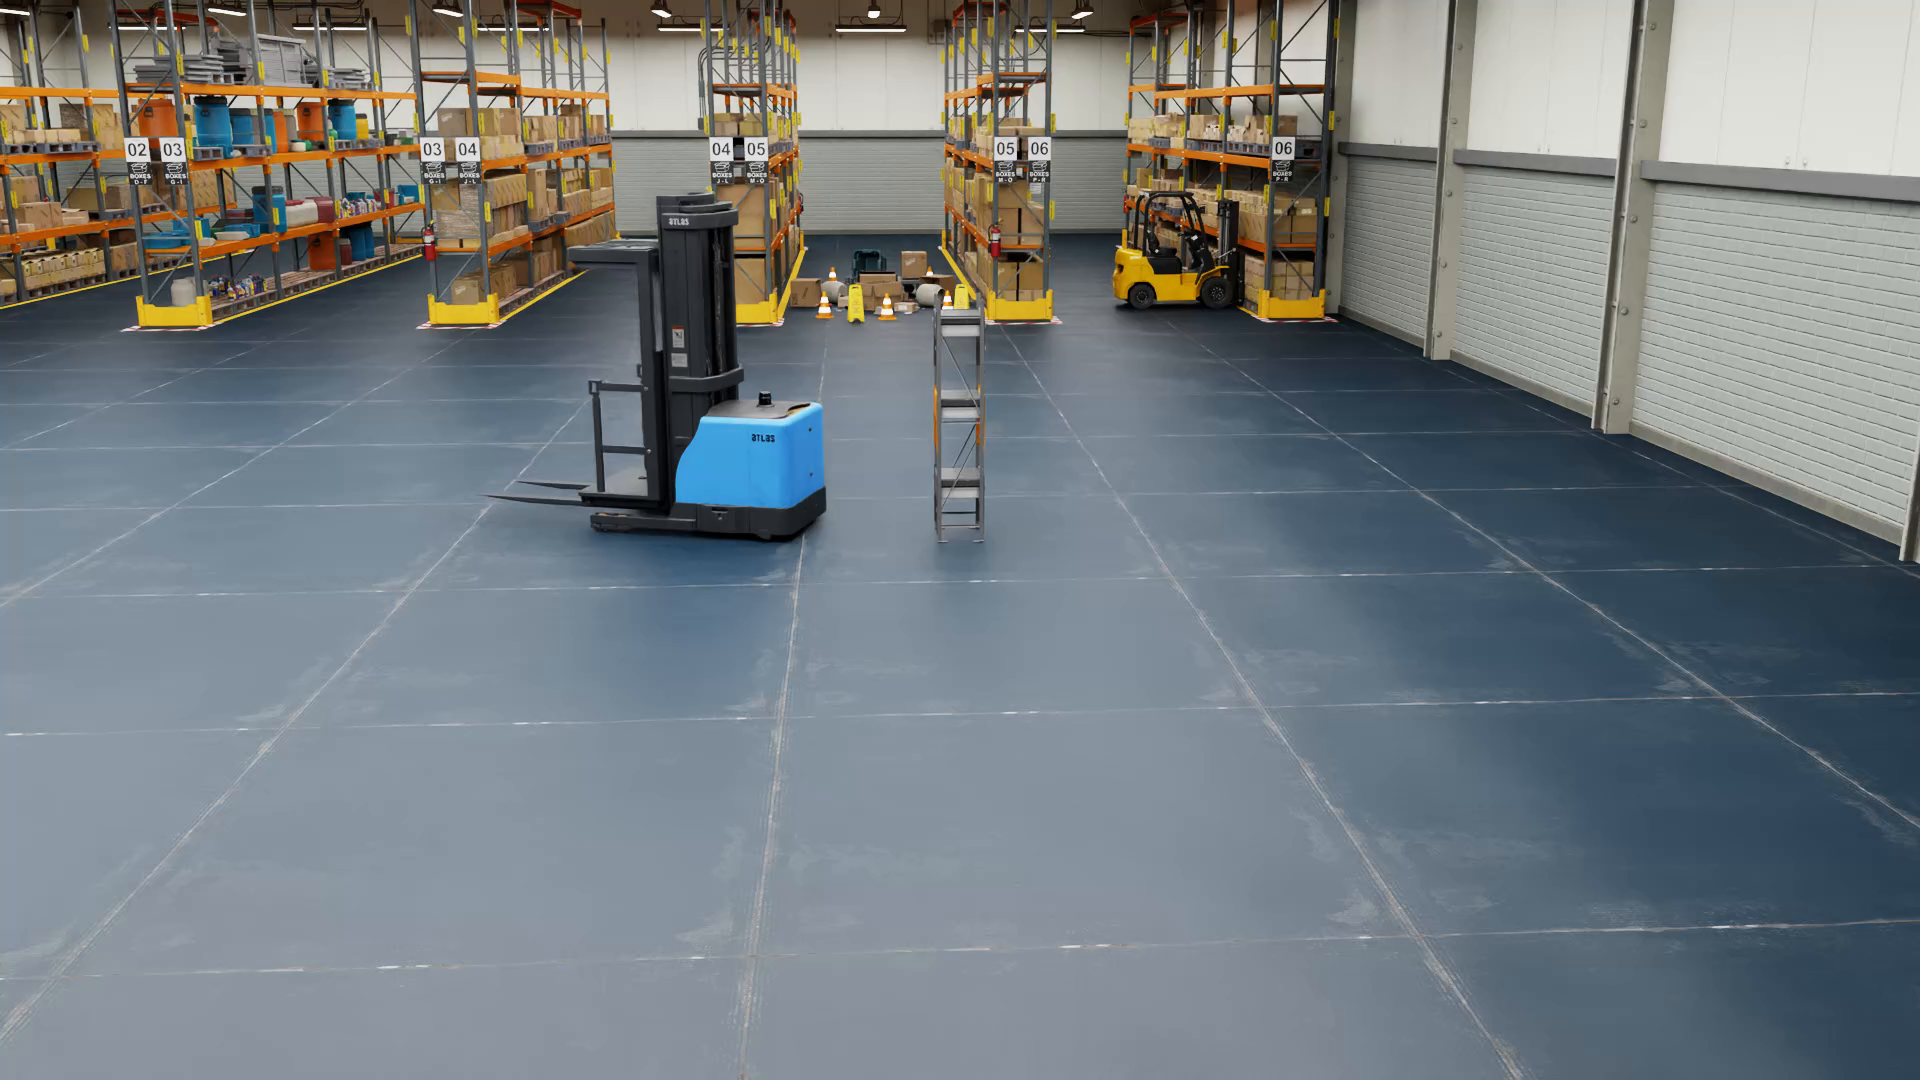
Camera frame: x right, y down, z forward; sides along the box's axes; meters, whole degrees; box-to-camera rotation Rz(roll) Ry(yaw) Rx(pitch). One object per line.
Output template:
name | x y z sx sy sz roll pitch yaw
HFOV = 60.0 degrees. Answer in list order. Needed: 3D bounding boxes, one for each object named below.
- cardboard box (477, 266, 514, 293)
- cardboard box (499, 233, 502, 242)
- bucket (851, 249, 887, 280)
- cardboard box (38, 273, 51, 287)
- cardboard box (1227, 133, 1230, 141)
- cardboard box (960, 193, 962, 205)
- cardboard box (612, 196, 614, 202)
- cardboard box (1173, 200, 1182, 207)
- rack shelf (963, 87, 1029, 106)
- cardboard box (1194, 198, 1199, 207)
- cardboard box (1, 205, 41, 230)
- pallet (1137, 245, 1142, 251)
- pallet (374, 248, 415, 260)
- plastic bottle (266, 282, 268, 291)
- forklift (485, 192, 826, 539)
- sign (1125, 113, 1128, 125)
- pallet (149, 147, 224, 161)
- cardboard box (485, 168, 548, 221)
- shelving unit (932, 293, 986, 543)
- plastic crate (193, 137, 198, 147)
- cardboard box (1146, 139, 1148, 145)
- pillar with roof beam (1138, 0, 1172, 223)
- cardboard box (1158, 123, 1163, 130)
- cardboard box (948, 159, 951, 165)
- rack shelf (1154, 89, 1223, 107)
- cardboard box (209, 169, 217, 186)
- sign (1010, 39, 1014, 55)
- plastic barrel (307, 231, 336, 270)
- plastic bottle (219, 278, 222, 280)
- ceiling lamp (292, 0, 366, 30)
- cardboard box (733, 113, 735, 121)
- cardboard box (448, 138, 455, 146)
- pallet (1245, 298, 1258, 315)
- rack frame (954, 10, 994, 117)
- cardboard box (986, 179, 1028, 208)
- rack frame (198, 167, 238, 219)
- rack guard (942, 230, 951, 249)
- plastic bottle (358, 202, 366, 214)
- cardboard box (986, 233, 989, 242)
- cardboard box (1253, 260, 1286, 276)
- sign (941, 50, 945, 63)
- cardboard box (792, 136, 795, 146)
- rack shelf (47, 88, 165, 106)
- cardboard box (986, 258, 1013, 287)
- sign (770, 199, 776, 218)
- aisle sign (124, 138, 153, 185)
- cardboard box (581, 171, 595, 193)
cardboard box | -9.022 -5.050 32.309 0.500 0.500 0.500 4 15 14
cardboard box | -8.666 -5.569 30.655 0.380 0.149 0.250 -1 14 -3
bucket | -1.784 -5.504 33.417 0.726 0.611 0.620 4 5 16
cardboard box | -18.745 -5.251 33.591 0.500 0.250 0.500 -1 14 -2
cardboard box | 5.520 -7.997 33.029 0.380 0.149 0.250 -1 14 -2
cardboard box | 0.274 -7.861 38.358 0.500 0.250 0.500 -1 14 -5
cardboard box | -9.443 -9.079 44.298 0.380 0.149 0.250 -1 14 -2
cardboard box | 5.124 -7.764 38.345 0.380 0.149 0.250 -1 14 -2
rack shelf | 0.717 -9.314 34.912 1.077 0.370 4.000 -1 14 -3
cardboard box | 5.375 -7.326 36.276 0.500 0.250 0.500 -1 14 -5
cardboard box | -19.001 -6.519 33.641 0.500 0.500 0.500 0 14 1
pallet | 5.179 -7.644 43.814 1.003 0.211 1.213 -1 14 -3
pallet | -14.652 -7.349 42.666 1.003 0.211 1.213 -1 14 -3
plastic bottle | -13.660 -4.996 32.657 0.097 0.201 0.097 0 14 0
forklift | -2.803 -1.602 14.870 3.031 2.935 1.130 4 15 14
sign | 4.510 -11.382 44.972 0.100 0.325 0.005 -1 14 -3
pallet | -13.699 -6.797 29.284 1.003 0.211 1.213 -1 14 -3
cardboard box | -8.959 -6.994 33.641 1.000 1.000 1.000 -1 14 -3
shelving unit | -0.010 -1.058 14.425 0.431 2.100 0.503 -1 14 -3
plastic crate | -14.164 -7.143 30.282 0.392 0.384 0.575 -1 14 -3
cardboard box | 4.952 -10.125 42.343 0.380 0.149 0.250 -1 14 -4
pillar with roof beam | 1.487 -13.038 47.142 9.100 9.000 0.548 -1 14 -3
cardboard box | 4.983 -9.973 40.113 0.380 0.149 0.250 -1 14 -4
cardboard box | -0.103 -9.805 43.107 0.380 0.149 0.250 -1 14 -5
rack shelf | 5.423 -10.386 39.080 1.077 0.370 4.000 -1 14 -3
cardboard box | -19.310 -9.304 42.461 0.500 0.500 0.500 0 14 -2
sign | 1.134 -10.855 36.621 0.100 0.325 0.005 -1 14 -3
plastic barrel | -14.288 -6.492 37.251 0.600 0.830 0.708 -1 14 -3
plastic bottle | -14.364 -4.952 32.334 0.152 0.276 0.135 0 14 -1
ceiling lamp | -17.350 -15.570 45.267 2.000 3.185 0.800 -1 14 -3
cardboard box | -4.252 -7.594 29.864 0.380 0.149 0.250 -1 14 -2
cardboard box | -9.030 -7.009 29.229 0.380 0.149 0.250 -1 14 -5
pallet | 5.954 -4.375 31.106 1.003 0.211 1.213 -1 14 -3
rack frame | 0.346 -11.348 40.572 1.000 3.000 0.127 -1 14 -3
cardboard box | 0.839 -6.259 30.027 0.700 0.500 0.500 -1 14 -5
rack frame | -19.681 -9.132 44.001 1.000 3.000 0.127 -1 14 -3
rack guard | 0.096 -8.233 45.521 1.175 0.500 0.348 -1 14 -3
plastic bottle | -14.080 -7.810 39.111 0.152 0.276 0.135 -1 14 -3
cardboard box | 0.685 -5.615 30.835 0.380 0.149 0.250 -1 14 -2
cardboard box | 5.703 -5.001 30.614 0.500 0.250 0.500 0 14 -2
sign | -0.457 -12.865 44.275 0.100 0.325 0.005 -1 14 -3
cardboard box | -4.354 -9.840 41.033 0.500 0.250 0.500 0 14 -1
rack shelf | -19.309 -10.003 37.593 1.077 0.370 4.000 -1 14 -3
cardboard box | 0.743 -5.018 31.180 0.500 0.500 0.500 0 14 -1
sign | -3.291 -5.821 29.235 0.100 0.325 0.005 -1 14 -3
aisle sign | -14.037 -6.465 28.417 0.394 0.787 0.004 -1 14 -3
cardboard box | -9.320 -8.847 41.091 0.500 0.500 0.500 -1 14 -3
